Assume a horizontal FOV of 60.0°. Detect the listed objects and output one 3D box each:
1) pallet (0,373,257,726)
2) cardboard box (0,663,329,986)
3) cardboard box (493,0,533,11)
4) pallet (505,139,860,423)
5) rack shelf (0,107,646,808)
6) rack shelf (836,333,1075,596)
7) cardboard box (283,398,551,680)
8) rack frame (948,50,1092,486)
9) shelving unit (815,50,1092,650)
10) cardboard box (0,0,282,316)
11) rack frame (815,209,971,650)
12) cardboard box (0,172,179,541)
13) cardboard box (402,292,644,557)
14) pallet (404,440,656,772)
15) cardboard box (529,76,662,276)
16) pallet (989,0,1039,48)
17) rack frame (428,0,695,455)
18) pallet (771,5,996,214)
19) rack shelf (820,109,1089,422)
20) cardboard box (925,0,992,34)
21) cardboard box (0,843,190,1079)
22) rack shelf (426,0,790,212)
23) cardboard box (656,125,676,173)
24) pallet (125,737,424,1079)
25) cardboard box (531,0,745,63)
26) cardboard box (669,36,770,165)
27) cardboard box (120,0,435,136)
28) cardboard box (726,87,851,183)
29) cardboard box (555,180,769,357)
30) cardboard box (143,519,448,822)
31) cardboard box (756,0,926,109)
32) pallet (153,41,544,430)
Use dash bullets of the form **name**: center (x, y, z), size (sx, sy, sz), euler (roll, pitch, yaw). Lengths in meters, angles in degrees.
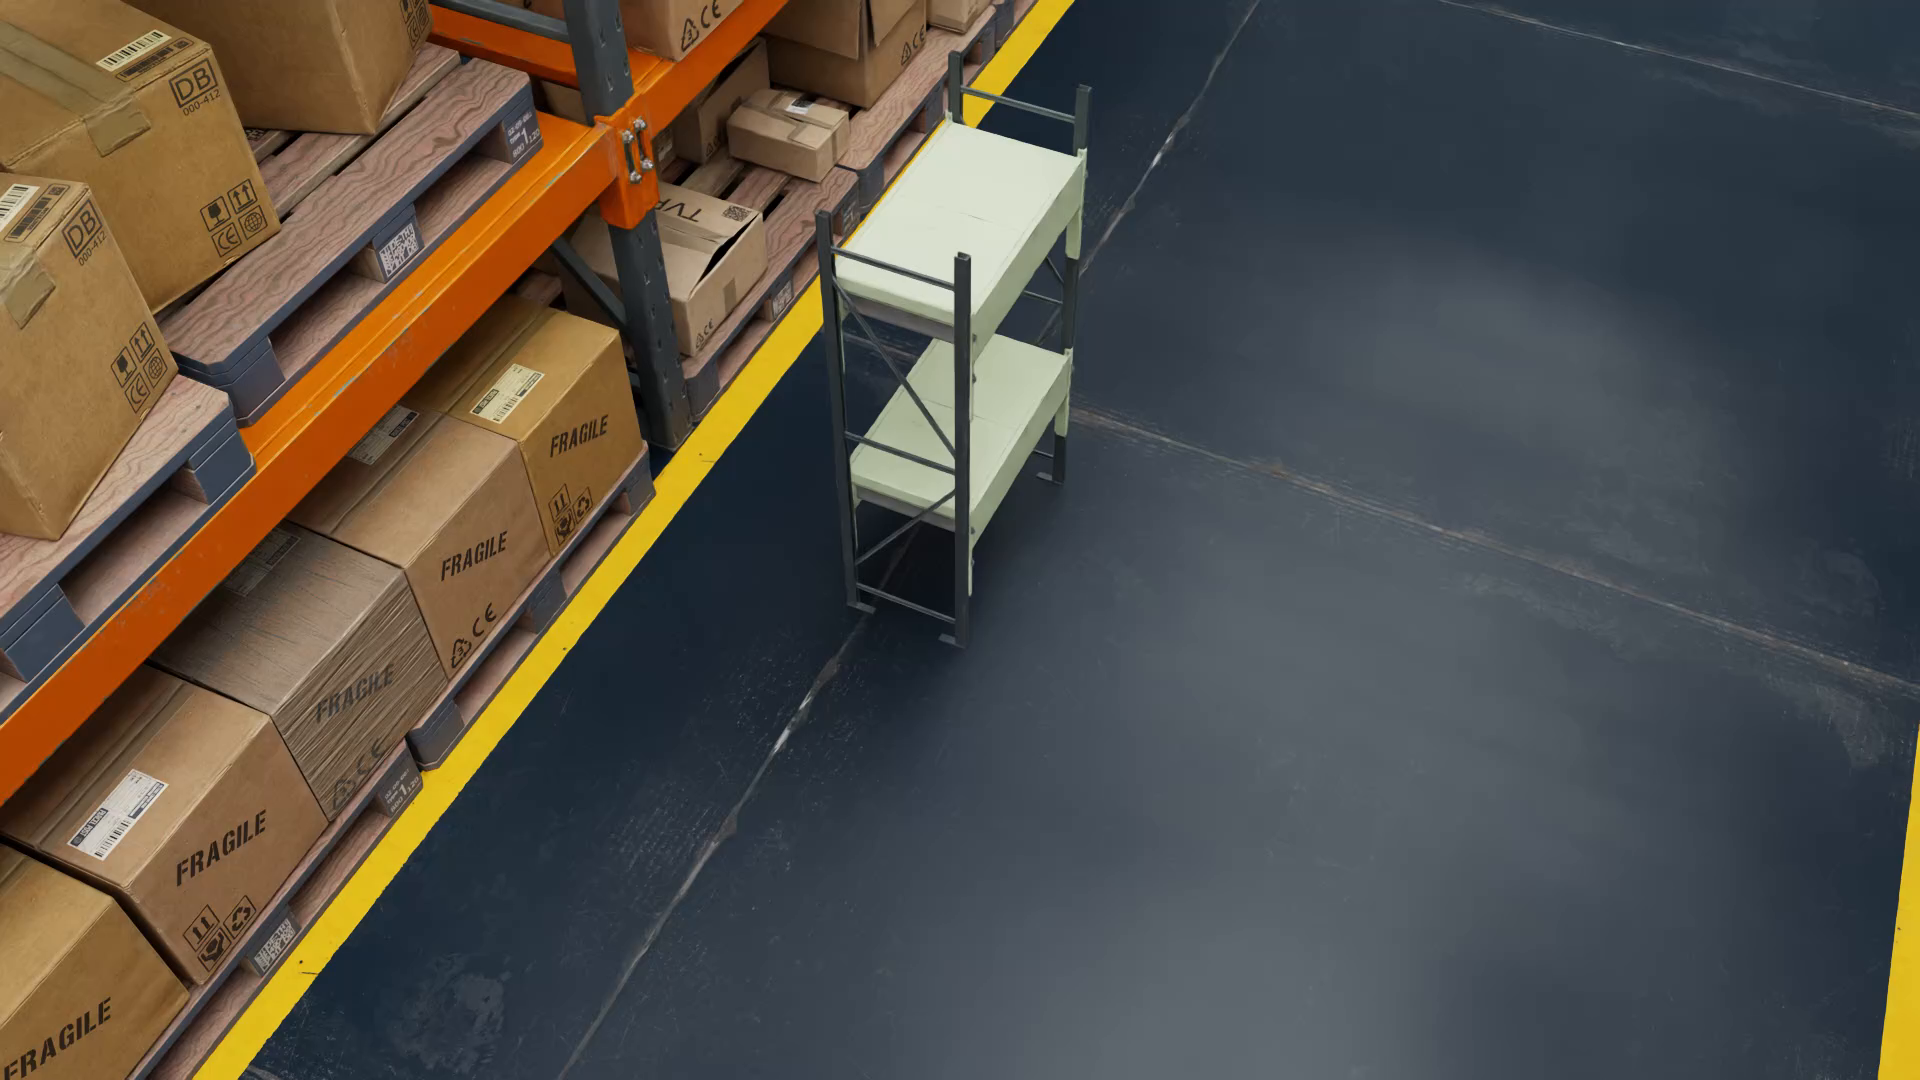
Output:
- **pallet**: center (-2.249, 0.017, 3.392), size (1.003, 0.211, 1.213), euler (20, 52, 16)
- **cardboard box**: center (-1.967, 0.675, 4.058), size (0.500, 0.500, 0.500), euler (18, 52, 15)
- **cardboard box**: center (-1.385, -1.919, 4.848), size (0.500, 0.500, 0.500), euler (21, 53, 17)
- **pallet**: center (-1.072, -1.028, 5.986), size (1.003, 0.211, 1.213), euler (20, 52, 16)
- **rack shelf**: center (-2.221, 0.151, 3.624), size (1.077, 0.370, 4.000), euler (20, 52, 16)
- **rack shelf**: center (-0.003, -0.270, 4.923), size (0.431, 0.370, 0.720), euler (20, 52, 16)
- **cardboard box**: center (-1.537, -0.021, 4.651), size (0.500, 0.500, 0.500), euler (20, 52, 16)
- **rack frame**: center (0.154, -0.733, 4.889), size (0.400, 1.500, 0.023), euler (20, 52, 16)
- **shelving unit**: center (-0.003, -0.481, 4.675), size (0.431, 1.500, 0.755), euler (20, 52, 16)
- **cardboard box**: center (-2.008, -0.880, 3.688), size (0.700, 0.500, 0.500), euler (28, 55, 22)
- **rack frame**: center (-0.159, -0.229, 4.460), size (0.400, 1.500, 0.023), euler (20, 52, 16)
- **cardboard box**: center (-2.066, -0.391, 3.272), size (0.700, 0.500, 0.500), euler (8, 50, 7)
- **cardboard box**: center (-1.318, -0.359, 4.938), size (0.500, 0.500, 0.500), euler (20, 52, 16)
- **pallet**: center (-1.680, 0.017, 5.097), size (1.003, 0.211, 1.213), euler (20, 52, 16)
- **cardboard box**: center (-1.380, -1.276, 5.719), size (0.500, 0.500, 0.500), euler (20, 52, 16)
- **pallet**: center (-0.030, -2.708, 7.416), size (1.003, 0.211, 1.213), euler (20, 52, 16)
- **rack frame**: center (-1.367, -1.459, 4.522), size (1.000, 3.000, 0.127), euler (20, 52, 16)
- **pallet**: center (-0.552, -1.871, 6.704), size (1.003, 0.211, 1.213), euler (20, 52, 16)
- **rack shelf**: center (-0.003, -0.734, 4.378), size (0.431, 0.370, 0.720), euler (20, 52, 16)
- **cardboard box**: center (-0.100, -2.366, 6.810), size (0.500, 0.250, 0.500), euler (20, 52, 16)
- **cardboard box**: center (-2.185, 1.036, 3.751), size (0.500, 0.500, 0.500), euler (19, 52, 16)
- **rack shelf**: center (-0.512, -2.603, 5.968), size (1.077, 0.370, 4.000), euler (20, 52, 16)
- **cardboard box**: center (-1.274, -1.440, 6.089), size (0.380, 0.149, 0.250), euler (20, 52, 16)
- **pallet**: center (-2.200, 0.860, 4.380), size (1.003, 0.211, 1.213), euler (20, 52, 16)
- **cardboard box**: center (-0.902, -1.754, 4.707), size (0.500, 0.500, 0.500), euler (21, 53, 17)
- **cardboard box**: center (-1.059, -1.731, 6.230), size (0.500, 0.311, 0.500), euler (20, 52, 16)
- **cardboard box**: center (-1.771, -1.374, 4.108), size (0.700, 0.500, 0.500), euler (4, 50, 4)
- **cardboard box**: center (-0.631, -1.501, 6.129), size (0.380, 0.166, 0.250), euler (20, 52, 16)
- **cardboard box**: center (-0.992, -0.949, 5.565), size (0.500, 0.311, 0.500), euler (20, 52, 16)
- **cardboard box**: center (-1.752, 0.324, 4.357), size (0.500, 0.500, 0.500), euler (20, 53, 17)
- **cardboard box**: center (-0.569, -2.088, 6.408), size (0.797, 0.503, 0.637), euler (20, 52, 16)
- **pallet**: center (-1.807, -0.882, 4.157), size (1.003, 0.211, 1.213), euler (20, 52, 16)
